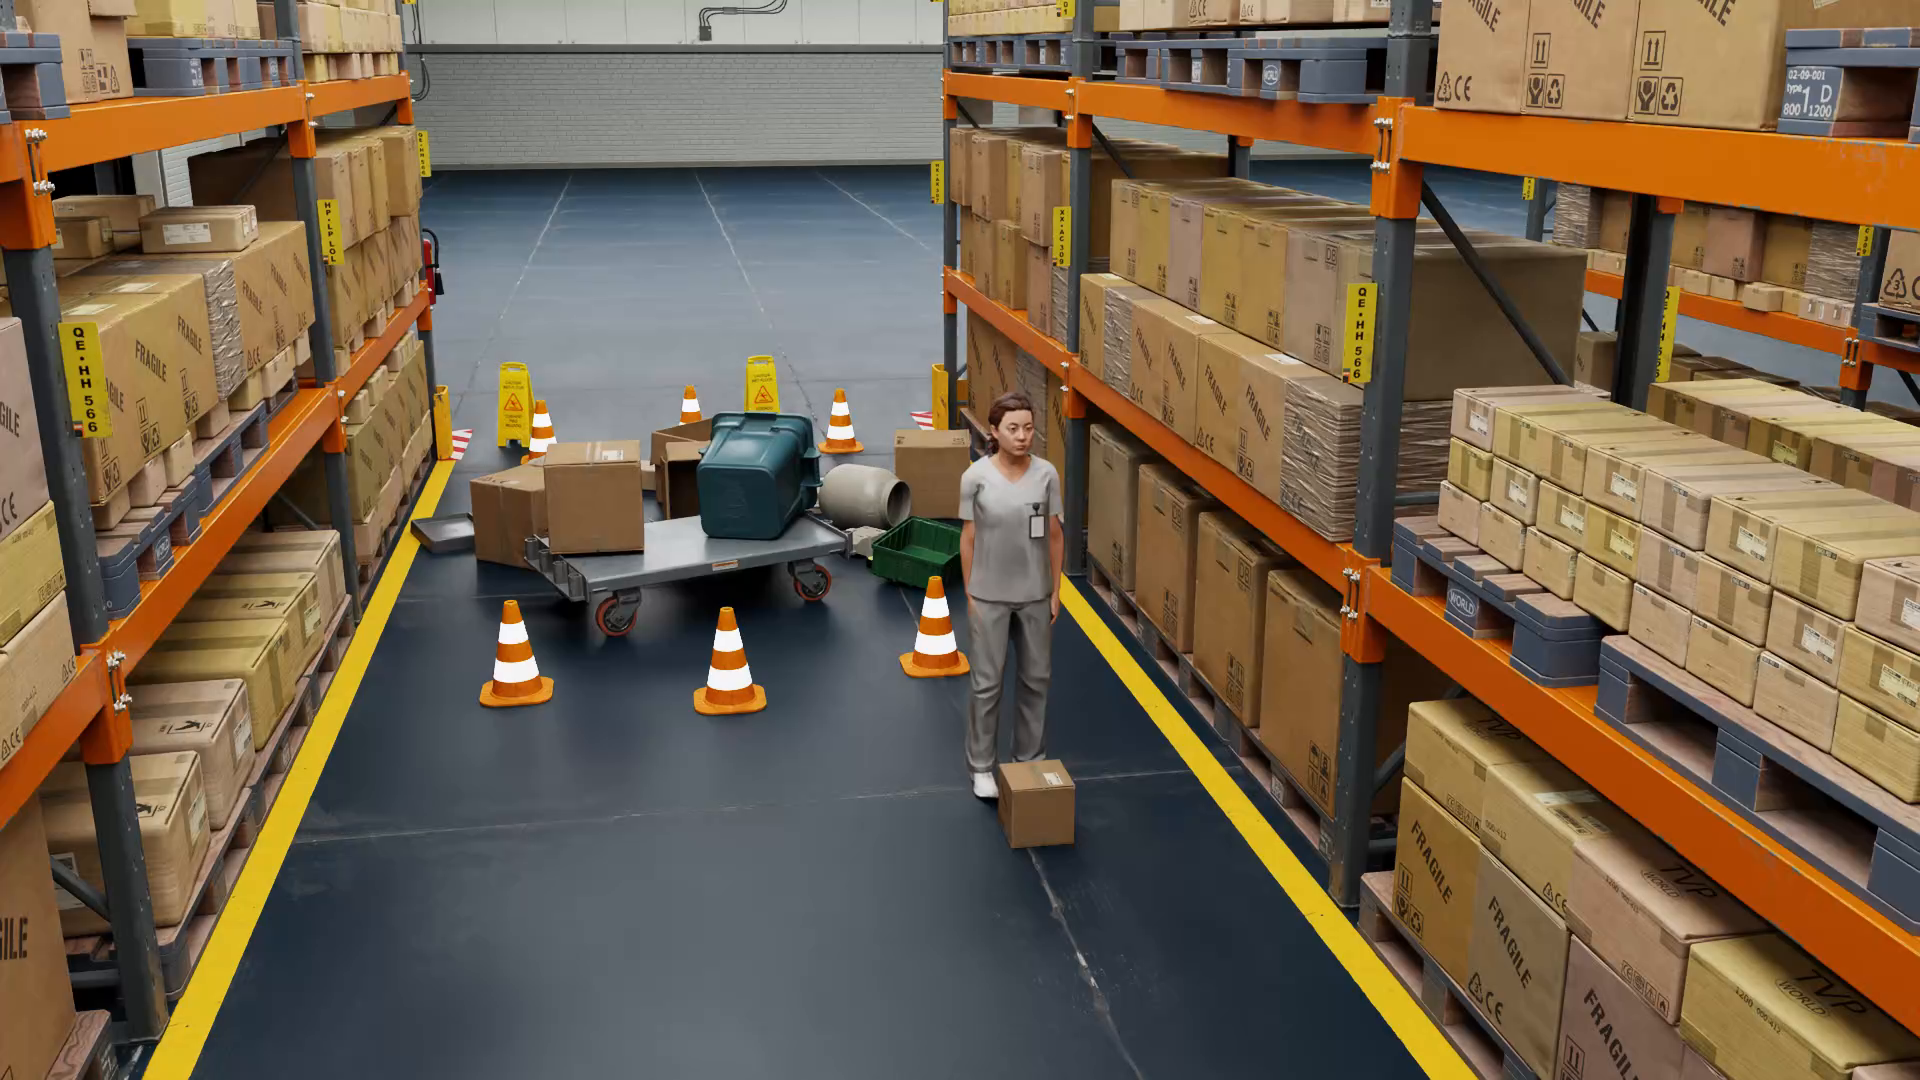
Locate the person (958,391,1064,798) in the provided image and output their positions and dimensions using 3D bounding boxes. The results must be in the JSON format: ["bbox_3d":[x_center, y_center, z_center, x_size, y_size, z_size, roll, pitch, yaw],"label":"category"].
[{"bbox_3d":[0.210,0.242,6.796,0.436,1.703,0.373,-3,17,-10],"label":"person"}]
